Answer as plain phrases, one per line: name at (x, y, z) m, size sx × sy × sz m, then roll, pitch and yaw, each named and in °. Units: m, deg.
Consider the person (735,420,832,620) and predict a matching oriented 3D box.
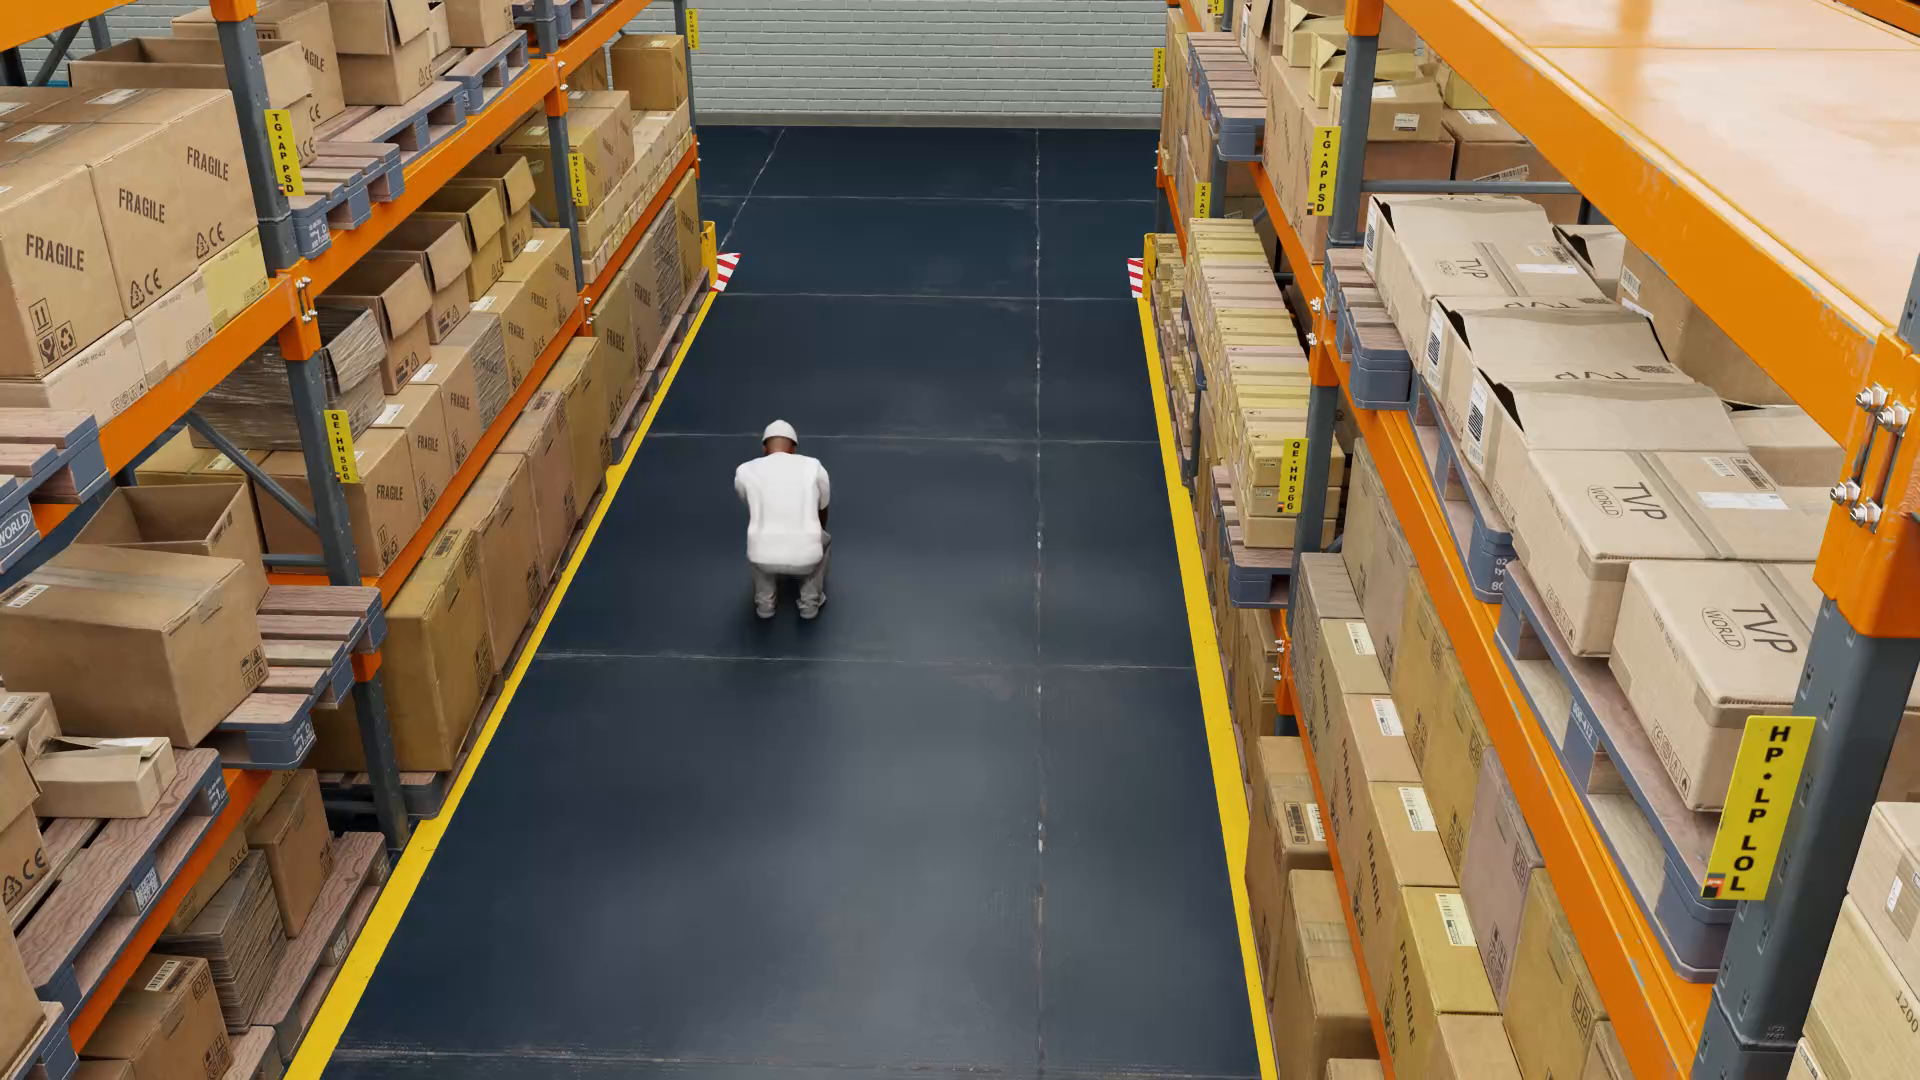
person at (-1.029, -0.119, 9.646) m, size 0.547 × 1.008 × 0.905 m, roll 0°, pitch 28°, yaw 1°
